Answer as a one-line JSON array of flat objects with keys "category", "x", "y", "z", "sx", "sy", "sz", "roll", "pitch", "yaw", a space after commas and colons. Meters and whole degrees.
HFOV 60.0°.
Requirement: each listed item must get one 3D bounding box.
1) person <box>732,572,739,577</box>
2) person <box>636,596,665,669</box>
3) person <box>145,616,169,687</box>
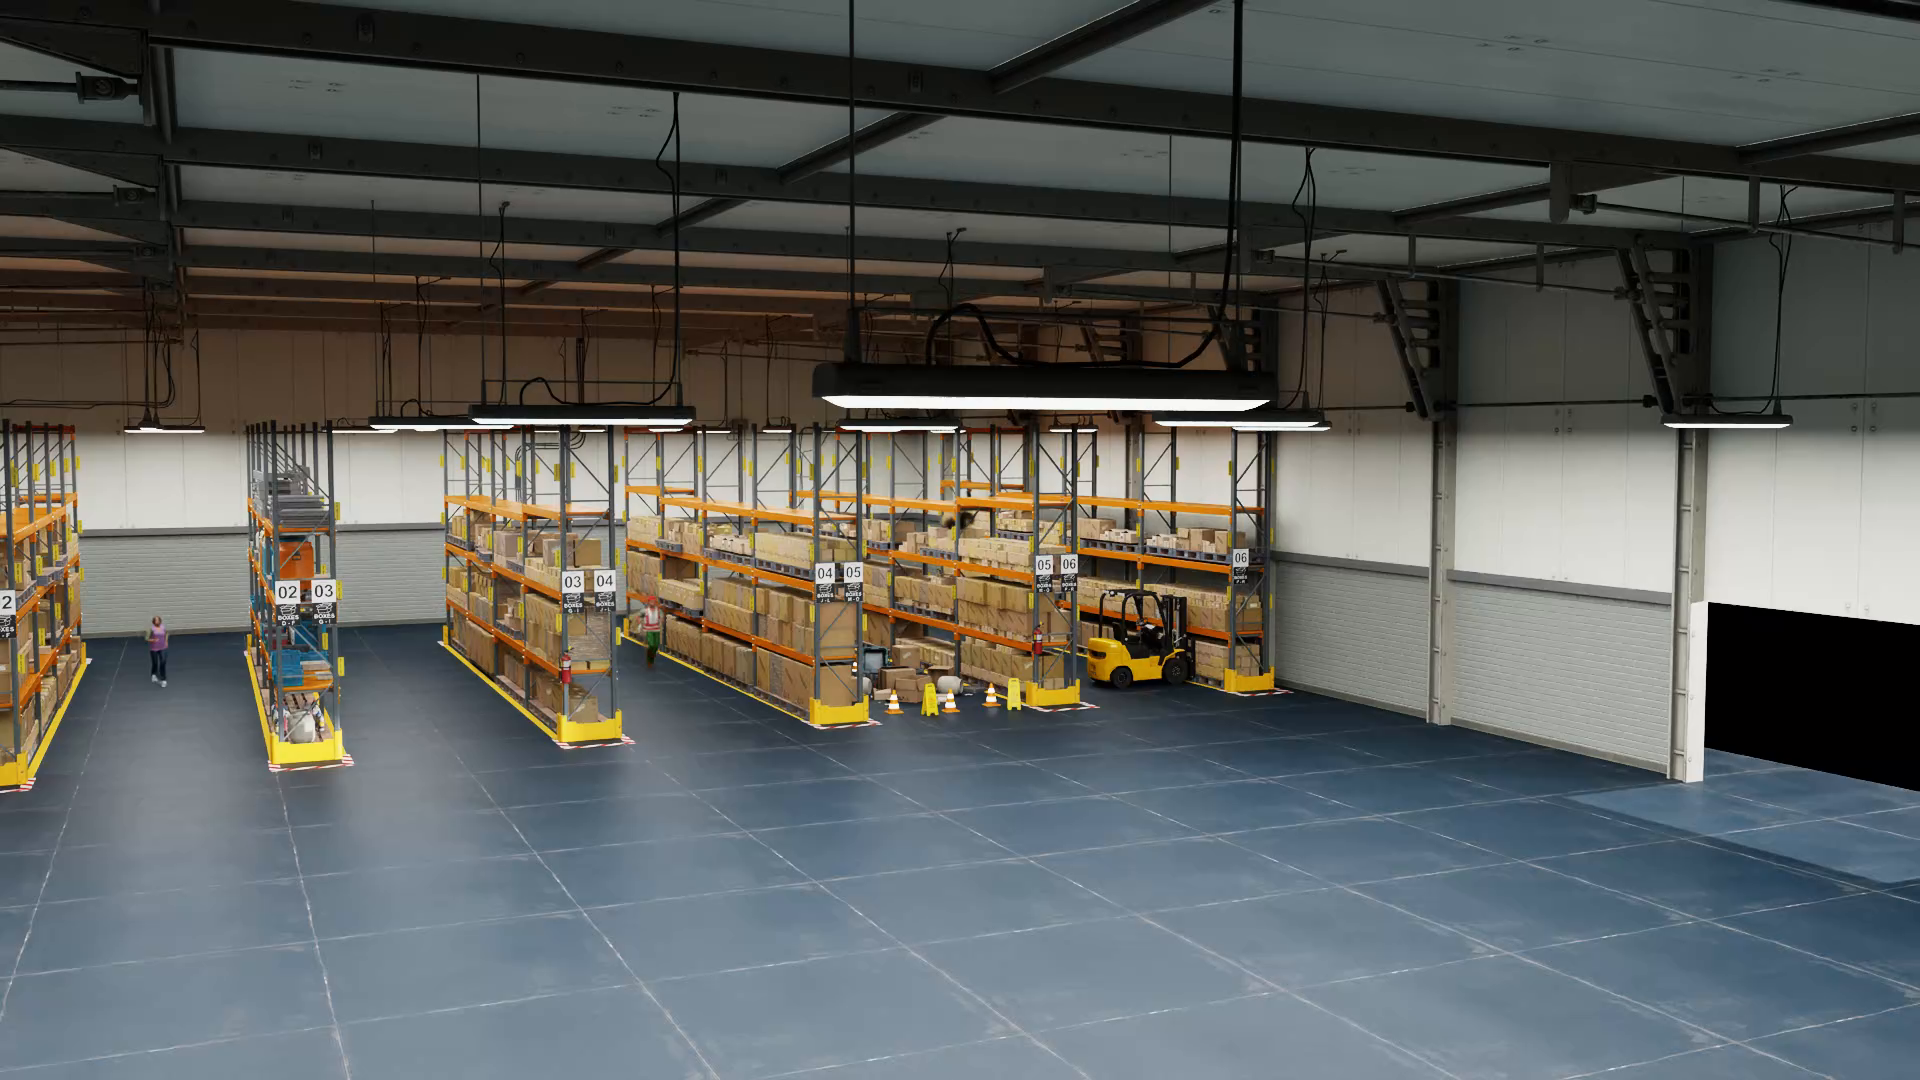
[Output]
[{"category": "person", "x": -6.674, "y": 1.783, "z": 50.505, "sx": 0.761, "sy": 1.608, "sz": 0.613, "roll": -2, "pitch": 4, "yaw": -24}, {"category": "person", "x": -7.560, "y": 2.275, "z": 40.871, "sx": 0.641, "sy": 1.792, "sz": 0.709, "roll": -2, "pitch": 4, "yaw": -32}, {"category": "person", "x": -18.352, "y": 2.528, "z": 38.050, "sx": 0.532, "sy": 1.590, "sz": 0.878, "roll": -3, "pitch": 5, "yaw": -38}]
